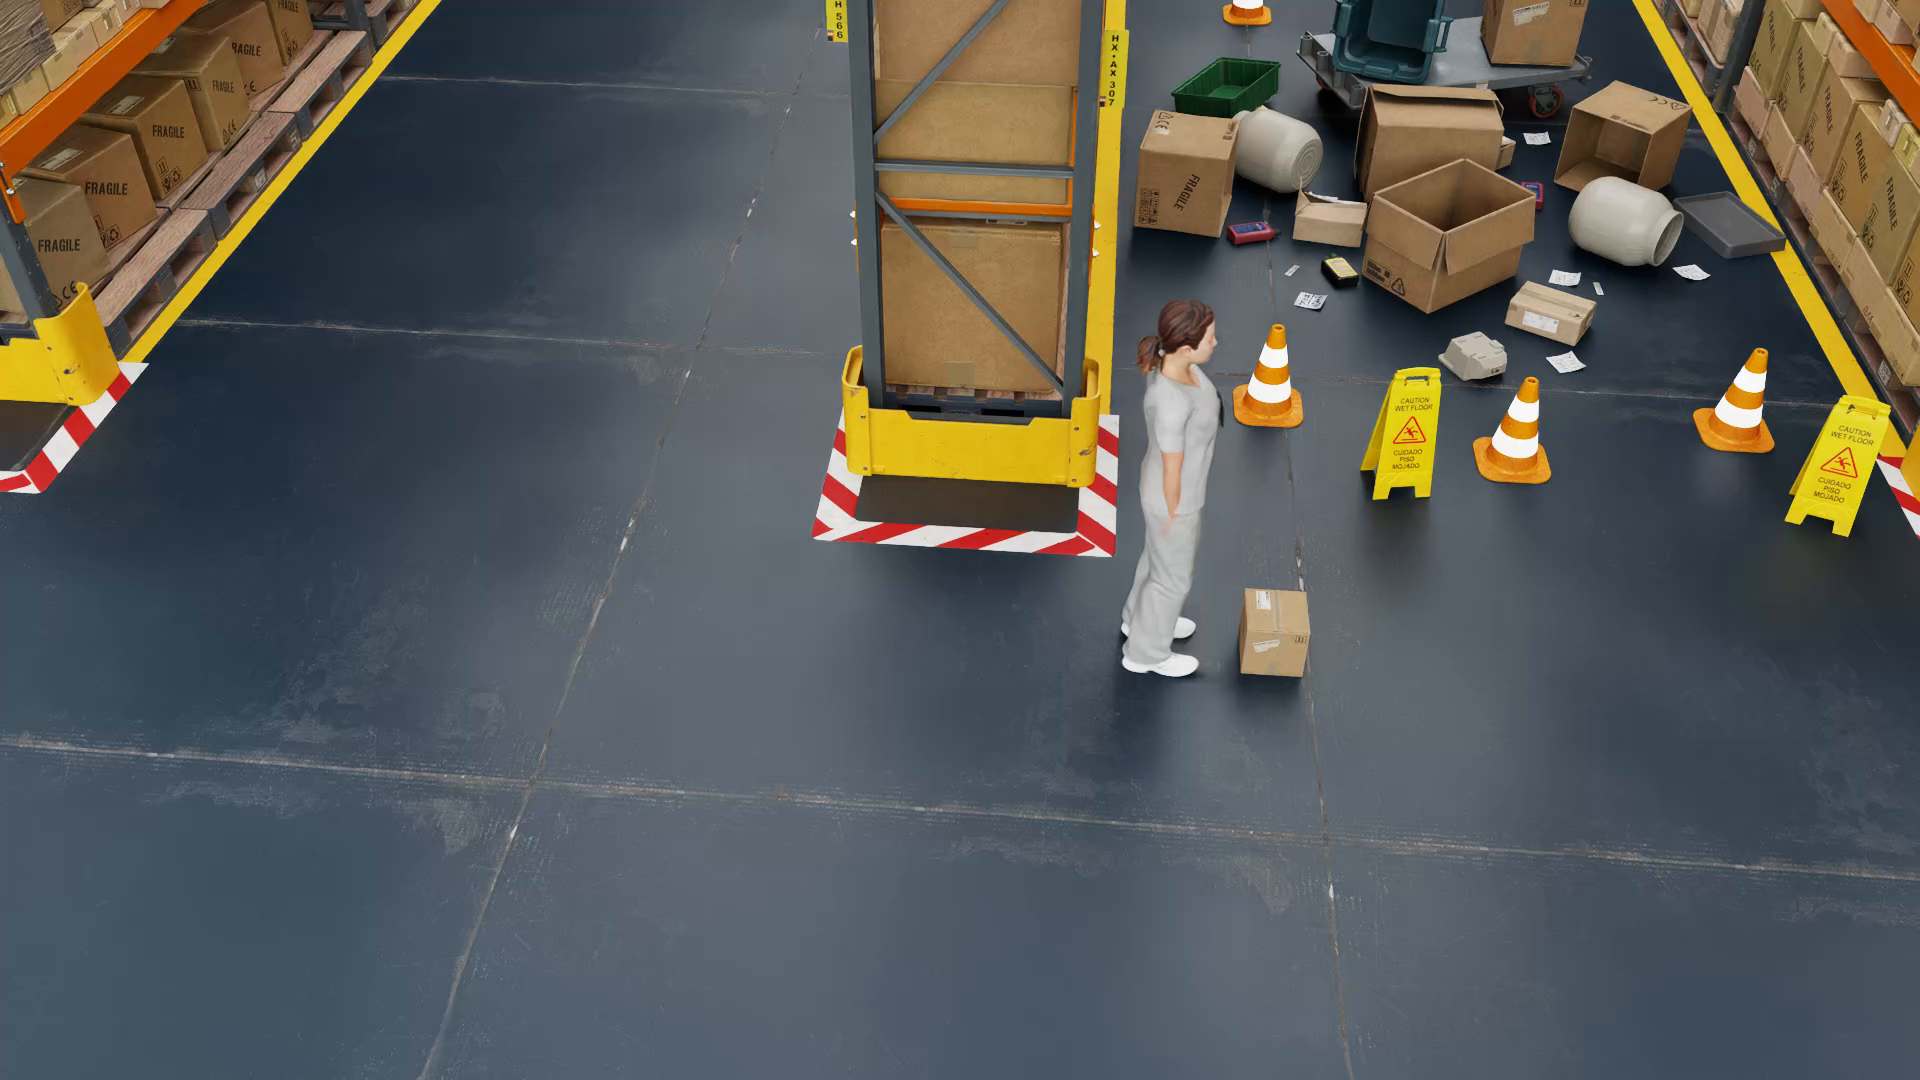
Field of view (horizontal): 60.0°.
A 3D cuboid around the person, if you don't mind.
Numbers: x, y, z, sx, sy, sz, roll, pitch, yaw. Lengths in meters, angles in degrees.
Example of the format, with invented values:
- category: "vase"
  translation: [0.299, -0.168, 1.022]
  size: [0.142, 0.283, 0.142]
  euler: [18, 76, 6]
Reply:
- category: "person"
  translation: [0.807, -0.198, 6.397]
  size: [0.365, 1.670, 0.438]
  euler: [4, 40, 5]
